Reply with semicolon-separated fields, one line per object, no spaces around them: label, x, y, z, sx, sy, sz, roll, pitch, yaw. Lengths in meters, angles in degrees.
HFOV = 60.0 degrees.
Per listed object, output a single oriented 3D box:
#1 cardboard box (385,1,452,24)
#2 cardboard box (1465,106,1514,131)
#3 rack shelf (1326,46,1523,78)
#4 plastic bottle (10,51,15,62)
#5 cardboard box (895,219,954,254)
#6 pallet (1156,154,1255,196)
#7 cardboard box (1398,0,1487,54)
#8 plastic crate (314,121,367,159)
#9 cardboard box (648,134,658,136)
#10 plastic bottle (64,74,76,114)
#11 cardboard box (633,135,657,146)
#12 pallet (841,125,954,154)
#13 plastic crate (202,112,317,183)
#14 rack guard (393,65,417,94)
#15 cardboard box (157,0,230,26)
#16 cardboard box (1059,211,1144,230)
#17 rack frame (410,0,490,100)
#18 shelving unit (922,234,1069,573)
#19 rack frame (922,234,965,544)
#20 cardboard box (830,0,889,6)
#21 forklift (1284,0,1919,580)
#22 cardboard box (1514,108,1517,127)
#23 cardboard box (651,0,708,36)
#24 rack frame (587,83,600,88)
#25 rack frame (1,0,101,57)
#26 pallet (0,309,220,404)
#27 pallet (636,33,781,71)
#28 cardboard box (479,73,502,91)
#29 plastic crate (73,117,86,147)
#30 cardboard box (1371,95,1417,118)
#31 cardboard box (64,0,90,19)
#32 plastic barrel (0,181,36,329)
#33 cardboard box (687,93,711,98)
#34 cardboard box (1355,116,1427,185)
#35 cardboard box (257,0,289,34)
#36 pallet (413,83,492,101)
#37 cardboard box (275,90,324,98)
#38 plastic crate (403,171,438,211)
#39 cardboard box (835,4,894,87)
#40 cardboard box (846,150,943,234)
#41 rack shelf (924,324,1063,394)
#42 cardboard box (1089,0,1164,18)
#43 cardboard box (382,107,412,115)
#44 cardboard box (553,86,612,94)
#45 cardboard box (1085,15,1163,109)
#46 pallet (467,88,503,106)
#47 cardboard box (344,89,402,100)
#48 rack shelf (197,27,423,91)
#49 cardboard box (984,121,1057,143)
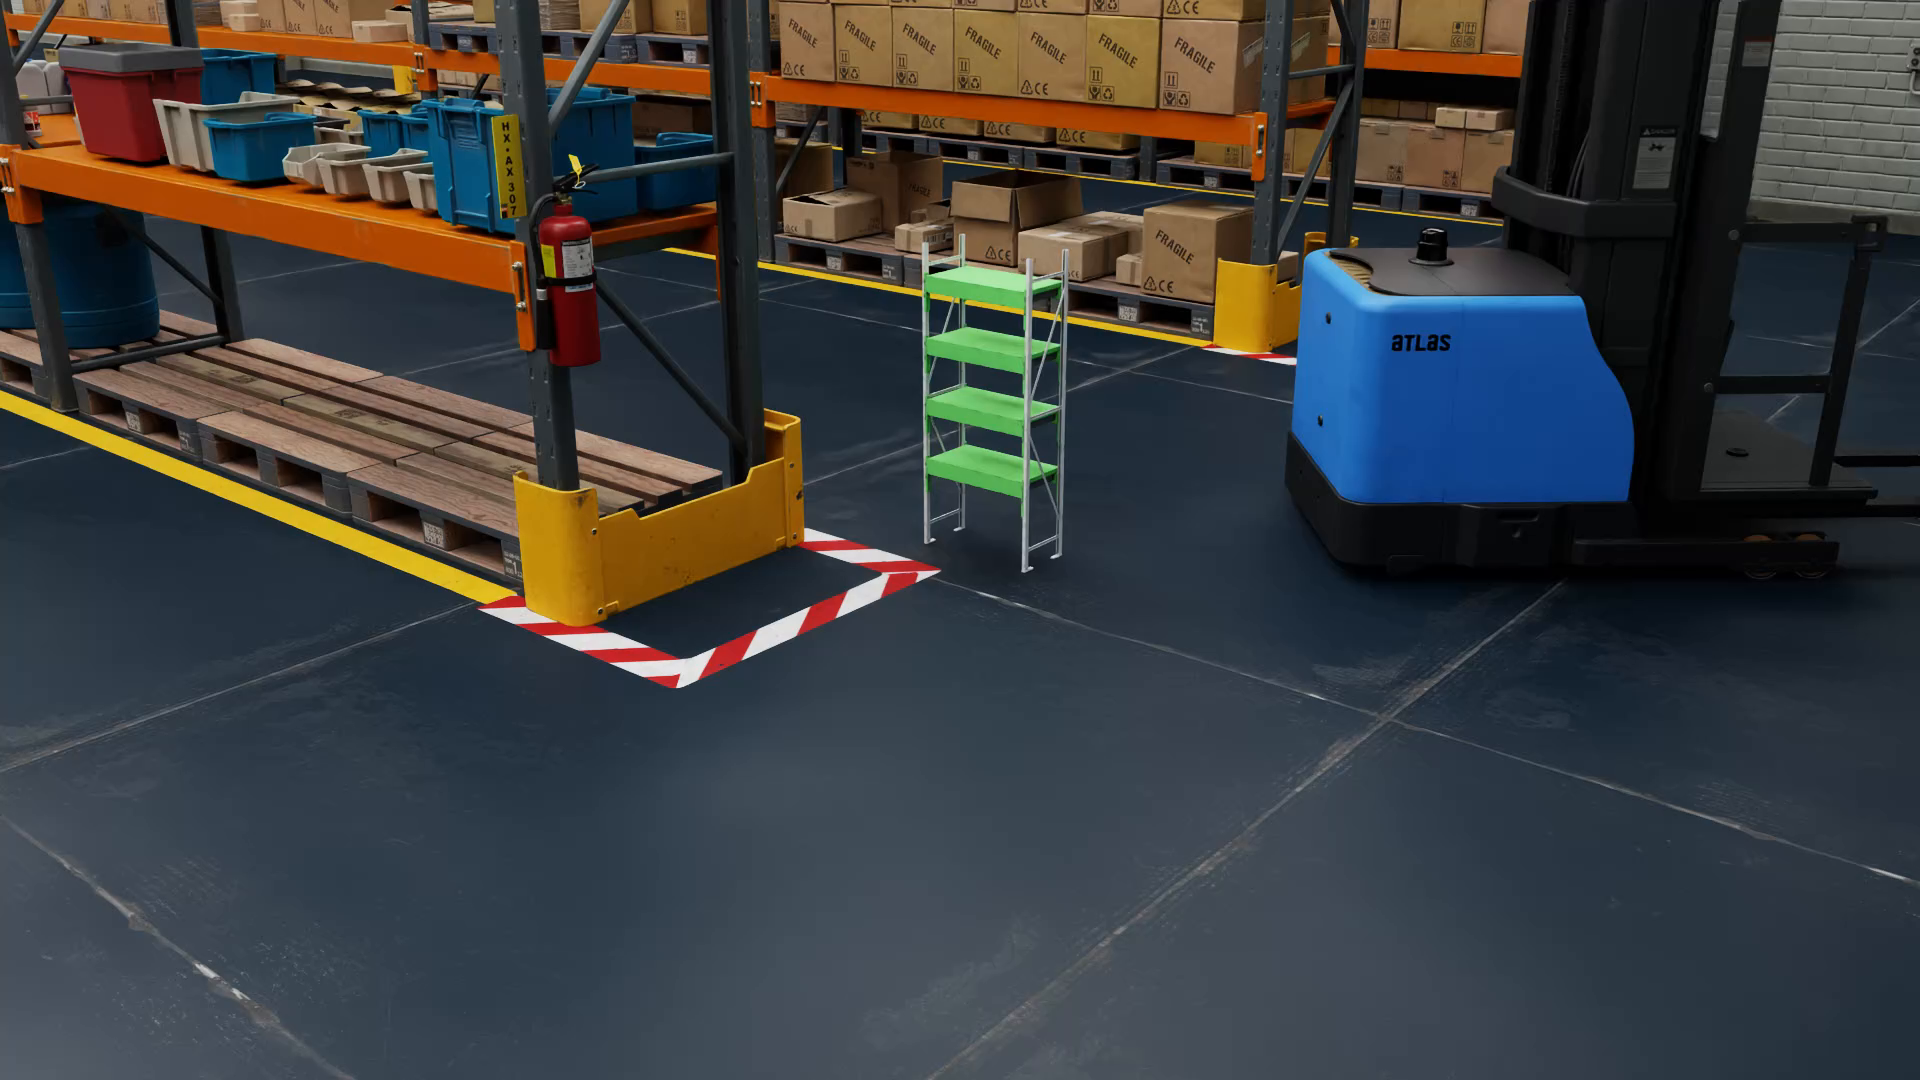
cardboard box;-4.759;-4.636;14.838;0.500;0.311;0.500;16;26;36
cardboard box;4.318;-3.434;13.551;0.250;0.149;0.380;16;26;36
rack shelf;3.589;-4.105;14.323;4.000;0.370;1.077;16;26;36
plastic bottle;-5.512;-2.703;9.654;0.185;0.351;0.144;16;26;36
cardboard box;-0.225;-2.070;11.299;0.250;0.166;0.380;16;26;36
pallet;2.579;-3.392;15.364;1.213;0.211;1.003;16;26;36
cardboard box;4.166;-4.406;13.676;0.700;0.700;0.980;16;26;36
plastic crate;-2.686;-1.778;7.421;0.466;0.136;0.293;16;26;36
cardboard box;-2.113;-2.973;13.221;0.500;0.500;0.500;16;26;37
plastic bottle;-4.927;-2.522;9.270;0.133;0.283;0.061;16;26;36
cardboard box;-2.419;-2.826;12.829;0.500;0.500;0.500;16;26;37
pallet;-0.496;-4.279;17.716;1.213;0.211;1.003;16;26;36
plastic crate;-2.879;-1.625;6.879;0.300;0.233;0.416;16;26;36
rack guard;-7.198;-6.379;22.875;0.348;0.500;1.175;16;26;36
cardboard box;-7.635;-5.462;16.759;0.500;0.500;0.700;15;25;35
cardboard box;0.992;-1.982;10.946;0.500;0.250;0.500;16;26;36
rack frame;-4.189;-4.425;14.152;0.127;3.000;1.000;16;26;36
shelving unit;0.128;-0.524;6.359;0.503;1.200;0.258;16;26;36
rack frame;-0.061;-0.579;6.503;0.015;1.200;0.240;16;26;36
cardboard box;-0.503;-3.751;10.804;0.500;0.500;0.500;15;25;35
forklift;2.912;-1.409;6.250;3.031;2.935;1.130;-1;21;-2
cardboard box;4.756;-3.482;13.678;0.250;0.149;0.380;16;26;37
cardboard box;-1.888;-4.079;12.497;0.700;0.500;0.500;-17;27;-38
rack frame;-4.158;-6.673;20.112;0.127;3.000;1.000;16;26;36
rack frame;-10.387;-6.210;18.885;0.127;3.000;1.000;16;26;36
pallet;-4.796;-1.059;9.176;1.213;0.211;1.003;16;26;36
pallet;-1.640;-3.651;12.372;1.213;0.211;1.003;16;26;36
cardboard box;-5.800;-6.118;21.560;0.500;0.500;0.700;14;25;33
plastic crate;-3.955;-1.942;7.854;0.243;0.136;0.396;16;26;36
cardboard box;3.773;-3.764;14.426;0.250;0.149;0.380;16;26;37
cardboard box;-9.242;-5.921;17.977;0.500;0.500;0.700;16;26;37
plastic barrel;-5.184;-1.678;9.247;0.708;0.901;0.600;16;26;36
cardboard box;-2.776;-5.323;19.452;0.500;0.500;0.700;16;26;37
cardboard box;3.755;-3.375;14.314;0.500;0.500;0.700;15;25;35
cardboard box;-6.295;-5.071;15.723;0.500;0.500;0.500;18;27;40
pallet;-6.591;-6.053;22.419;1.213;0.211;1.003;16;26;36
cardboard box;-6.339;-4.102;15.801;0.500;0.311;0.500;15;25;35
plastic crate;-1.872;-1.325;6.218;0.243;0.136;0.396;16;26;36
cardboard box;-0.469;-3.278;10.969;0.500;0.500;0.500;17;26;37
cardboard box;-0.469;-2.520;12.018;0.500;0.500;0.500;16;26;36
rack shelf;0.128;-0.689;6.296;0.480;0.148;0.258;16;26;36
cardboard box;1.098;-3.292;9.588;0.500;0.500;0.500;17;26;38
cardboard box;-4.750;-3.647;14.596;0.500;0.311;0.500;17;26;38
cardboard box;-3.270;-3.657;13.970;0.500;0.250;0.500;17;27;38
cardboard box;1.086;-2.828;9.774;0.500;0.500;0.500;16;26;37
pallet;-5.650;-5.780;21.697;1.213;0.211;1.003;16;26;36
cardboard box;-5.614;-4.139;15.899;0.500;0.311;0.500;16;26;36
rack shelf;-5.738;-4.535;15.463;4.000;0.370;1.077;16;26;36
cardboard box;0.763;-4.386;16.498;0.750;0.750;0.750;17;27;38
